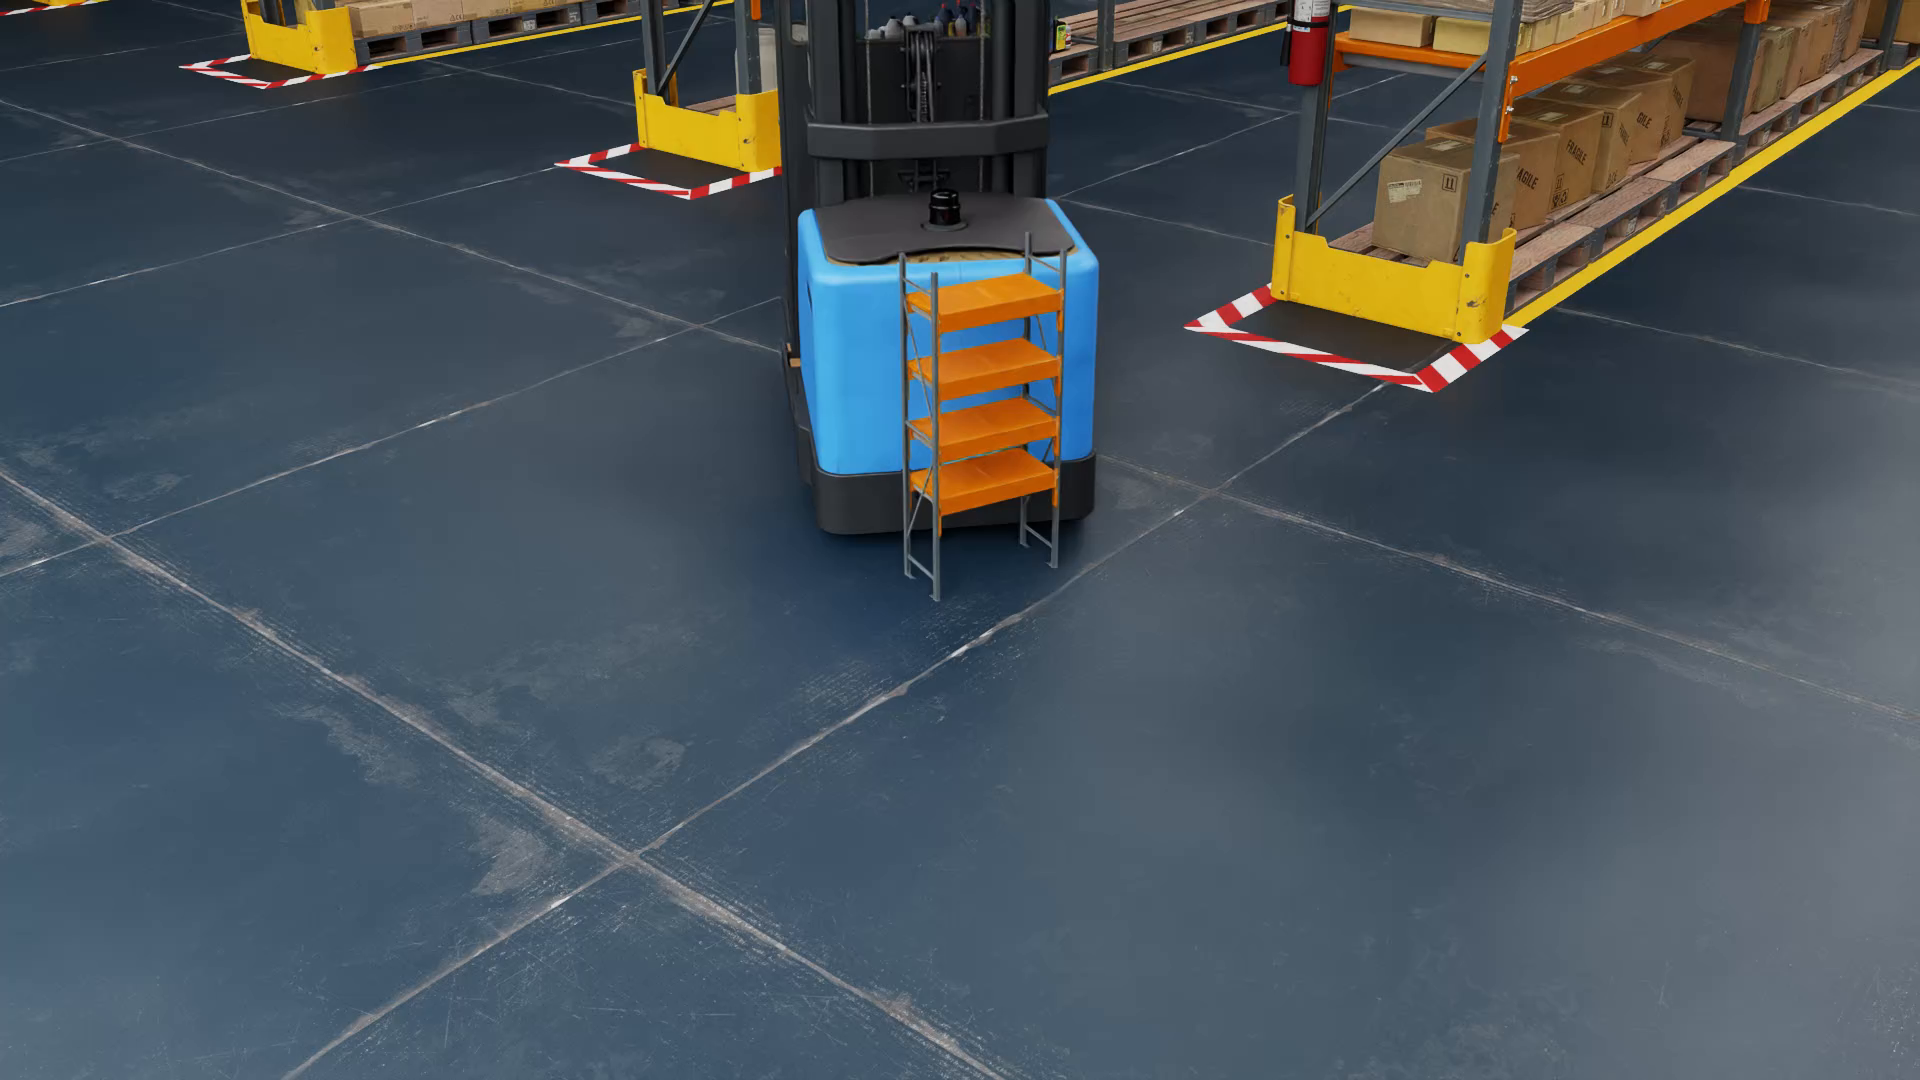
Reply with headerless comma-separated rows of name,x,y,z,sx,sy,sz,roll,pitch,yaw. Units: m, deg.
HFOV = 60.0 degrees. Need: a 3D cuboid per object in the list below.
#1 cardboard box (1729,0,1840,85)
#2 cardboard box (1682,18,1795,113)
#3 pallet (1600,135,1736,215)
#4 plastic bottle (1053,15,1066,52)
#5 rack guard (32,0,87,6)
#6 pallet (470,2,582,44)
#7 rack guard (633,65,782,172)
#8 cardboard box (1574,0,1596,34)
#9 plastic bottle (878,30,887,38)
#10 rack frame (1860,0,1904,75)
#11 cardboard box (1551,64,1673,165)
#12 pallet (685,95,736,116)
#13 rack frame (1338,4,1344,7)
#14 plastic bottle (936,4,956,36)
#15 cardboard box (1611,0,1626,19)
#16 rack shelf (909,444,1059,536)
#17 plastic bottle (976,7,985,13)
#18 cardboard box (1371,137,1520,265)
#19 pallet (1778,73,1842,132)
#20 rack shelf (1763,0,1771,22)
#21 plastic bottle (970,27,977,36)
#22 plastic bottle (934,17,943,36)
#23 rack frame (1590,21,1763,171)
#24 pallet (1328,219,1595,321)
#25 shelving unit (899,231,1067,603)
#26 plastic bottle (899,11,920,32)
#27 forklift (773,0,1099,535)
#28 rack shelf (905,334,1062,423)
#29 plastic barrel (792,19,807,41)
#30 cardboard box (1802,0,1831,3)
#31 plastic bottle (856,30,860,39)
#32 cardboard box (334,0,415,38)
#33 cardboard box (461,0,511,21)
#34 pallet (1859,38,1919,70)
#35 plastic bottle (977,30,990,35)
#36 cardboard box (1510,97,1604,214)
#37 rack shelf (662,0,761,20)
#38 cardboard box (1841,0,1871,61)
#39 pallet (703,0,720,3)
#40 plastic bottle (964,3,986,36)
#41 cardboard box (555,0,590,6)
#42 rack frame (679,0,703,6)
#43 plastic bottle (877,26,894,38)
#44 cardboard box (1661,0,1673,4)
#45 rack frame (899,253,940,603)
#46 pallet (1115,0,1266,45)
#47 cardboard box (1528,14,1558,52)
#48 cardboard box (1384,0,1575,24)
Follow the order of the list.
cardboard box,6.095,-3.751,12.478,0.700,0.500,0.500,24,36,38
cardboard box,5.385,-3.355,11.712,0.700,0.500,0.500,21,34,34
pallet,4.260,-2.408,10.674,1.003,0.211,1.213,21,34,34
plastic bottle,0.787,-4.064,13.319,0.061,0.283,0.133,23,35,37
rack guard,-9.302,-5.736,16.794,1.175,0.500,0.348,21,34,34
pallet,-4.296,-4.848,15.392,1.003,0.211,1.213,21,34,34
rack guard,-1.694,-2.854,11.223,1.175,0.500,0.348,21,34,34
cardboard box,2.968,-2.658,8.397,0.380,0.149,0.250,21,34,34
plastic bottle,-0.612,-3.743,12.697,0.061,0.283,0.133,21,34,34
rack frame,7.204,-5.313,13.255,1.000,3.000,0.127,21,34,34
cardboard box,4.016,-2.635,10.343,0.500,0.500,0.500,-16,31,-28
pallet,-1.173,-3.013,11.844,1.003,0.211,1.213,21,34,34
rack frame,3.382,-6.760,16.053,1.000,3.000,0.127,21,34,34
plastic bottle,-0.116,-4.129,13.371,0.144,0.351,0.185,19,33,32
cardboard box,3.271,-2.841,8.751,0.380,0.149,0.250,21,34,34
rack shelf,0.077,-0.181,5.873,0.480,0.148,0.258,-15,31,-26
plastic bottle,0.113,-4.220,13.629,0.152,0.276,0.135,22,35,36
cardboard box,2.526,-1.769,8.669,0.500,0.500,0.500,-21,34,-35
pallet,5.930,-3.367,12.529,1.003,0.211,1.213,21,34,34
rack shelf,5.932,-4.284,12.050,1.077,0.370,4.000,21,34,34
plastic bottle,0.134,-3.810,12.828,0.061,0.283,0.133,21,34,34
plastic bottle,-0.180,-4.031,13.268,0.097,0.271,0.097,0,27,0
rack frame,4.660,-3.895,10.514,1.000,3.000,0.127,21,34,34
pallet,2.708,-1.542,9.002,1.003,0.211,1.213,21,34,34
shelving unit,0.077,-0.417,5.751,0.503,1.200,0.258,-15,31,-26
plastic bottle,-0.386,-3.978,13.080,0.144,0.351,0.185,20,34,34
forklift,-0.225,-1.974,6.875,1.130,2.935,3.031,-4,28,-8
rack shelf,0.077,-0.556,5.679,0.480,0.148,0.258,-15,31,-26
plastic barrel,-1.028,-3.439,11.883,0.421,0.512,0.421,0,27,0
cardboard box,6.472,-4.294,12.711,0.500,0.250,0.500,-24,36,-38
plastic bottle,-0.816,-3.739,12.690,0.061,0.283,0.133,22,34,36
cardboard box,-5.013,-4.463,14.149,0.500,0.250,0.500,21,34,34
cardboard box,-4.380,-4.819,14.836,0.500,0.250,0.500,21,34,34
pallet,7.764,-4.332,14.394,1.003,0.211,1.213,21,34,34
plastic bottle,0.217,-3.776,12.770,0.152,0.276,0.135,21,34,35
cardboard box,3.292,-2.208,9.516,0.500,0.500,0.500,25,36,39
rack shelf,-0.434,-4.313,12.106,1.077,0.370,4.000,21,34,34
cardboard box,6.793,-4.155,13.258,0.700,0.500,0.500,19,33,32
pallet,-2.543,-5.825,17.281,1.003,0.211,1.213,21,34,34
plastic bottle,0.116,-4.154,13.419,0.144,0.351,0.185,21,34,34
cardboard box,-3.740,-5.172,15.519,0.500,0.250,0.500,21,34,34
rack frame,-2.982,-6.791,16.113,1.000,3.000,0.127,21,34,34
plastic bottle,-0.607,-3.819,12.854,0.152,0.276,0.135,20,33,33
cardboard box,3.785,-3.093,9.238,0.380,0.149,0.250,21,34,34
rack frame,-0.135,-0.362,5.644,0.015,1.200,0.240,-15,31,-26
pallet,2.083,-4.828,15.353,1.003,0.211,1.213,21,34,34
cardboard box,2.655,-2.479,8.051,0.380,0.149,0.250,21,34,34
cardboard box,2.487,-2.840,8.042,0.875,0.500,0.500,21,34,34
